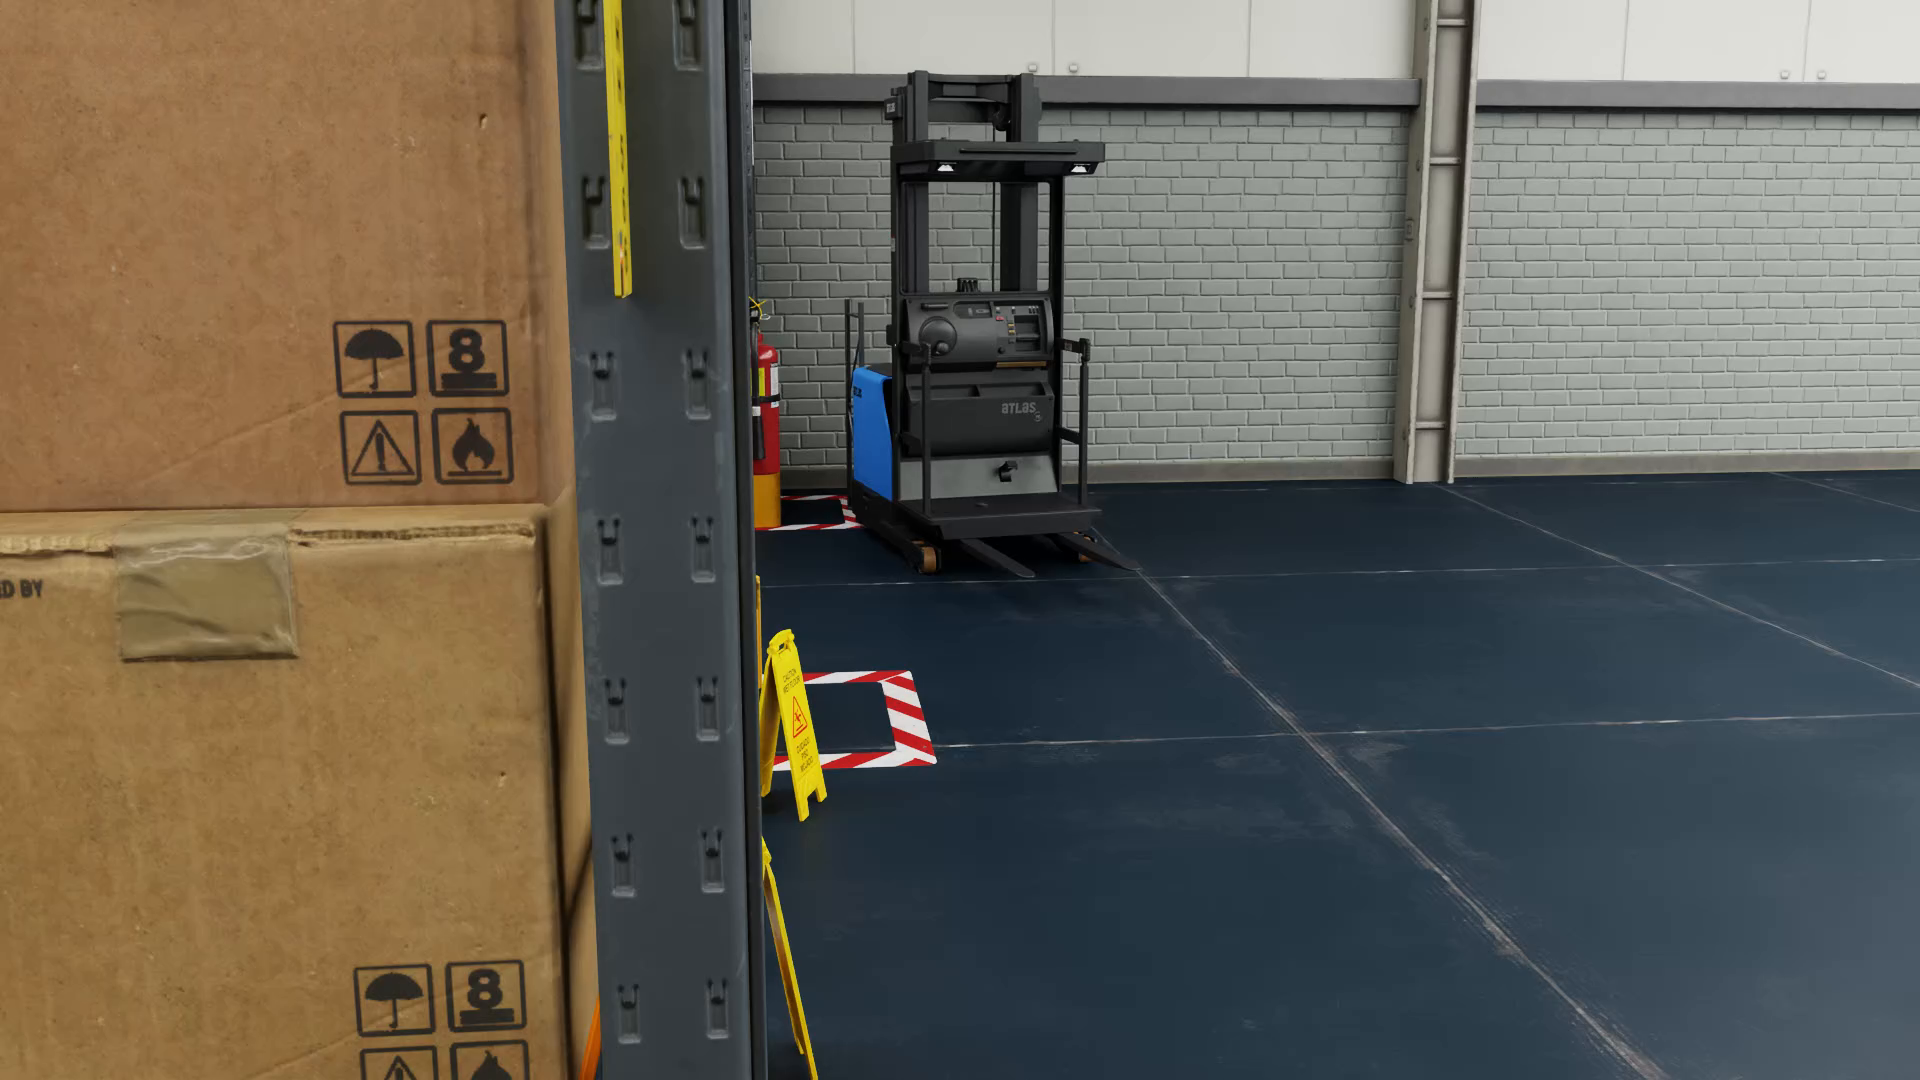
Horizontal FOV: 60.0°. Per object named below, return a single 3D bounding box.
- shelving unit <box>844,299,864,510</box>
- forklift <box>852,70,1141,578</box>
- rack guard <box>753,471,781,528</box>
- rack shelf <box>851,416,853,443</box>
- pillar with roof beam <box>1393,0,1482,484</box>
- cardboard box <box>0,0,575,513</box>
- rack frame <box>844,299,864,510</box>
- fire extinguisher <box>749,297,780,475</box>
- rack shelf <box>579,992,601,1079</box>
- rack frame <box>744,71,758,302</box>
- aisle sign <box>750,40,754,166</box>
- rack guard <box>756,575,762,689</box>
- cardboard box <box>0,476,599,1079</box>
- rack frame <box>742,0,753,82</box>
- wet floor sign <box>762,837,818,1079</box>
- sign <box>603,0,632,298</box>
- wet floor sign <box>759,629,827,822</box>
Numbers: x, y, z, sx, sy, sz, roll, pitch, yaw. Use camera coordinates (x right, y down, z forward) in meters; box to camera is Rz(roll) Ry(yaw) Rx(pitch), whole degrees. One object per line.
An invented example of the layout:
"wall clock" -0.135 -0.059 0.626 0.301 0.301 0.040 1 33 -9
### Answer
"shelving unit" -0.247 -0.952 11.821 1.048 1.500 0.538 -3 12 -15
"forklift" 0.192 -1.323 9.997 1.130 2.935 3.031 -4 12 -17
"rack guard" -1.452 -0.440 11.809 0.348 0.500 1.175 -1 11 -6
"rack shelf" -0.247 -0.775 11.855 1.000 0.185 0.538 -3 12 -15
"pillar with roof beam" 4.164 -4.067 8.228 0.400 9.000 9.100 -1 11 -6
"cardboard box" -0.675 -0.370 1.786 0.550 0.550 0.875 -1 11 -6
"rack frame" -0.736 -0.925 11.686 0.032 1.500 0.500 -3 12 -15
"fire extinguisher" -0.773 -0.590 6.294 0.183 0.674 0.296 -1 11 -6
"rack shelf" -2.290 0.628 1.763 4.000 0.370 1.077 -1 11 -6
"rack frame" -1.476 -1.666 11.565 0.127 3.000 1.000 -1 11 -6
"aisle sign" -1.379 -2.886 11.035 0.004 0.787 0.394 -1 11 -6
"rack guard" -1.012 0.514 6.957 0.348 0.500 1.175 -1 11 -6
"cardboard box" -0.665 0.176 1.808 0.550 0.550 0.875 -1 11 -6
"rack frame" -1.476 -4.609 10.987 0.127 3.000 1.000 -1 11 -6
"wet floor sign" -0.487 1.008 4.067 0.232 0.644 0.267 -3 12 -16
"sign" -0.257 -0.347 1.240 0.005 0.325 0.100 -1 11 -6
"wet floor sign" -0.632 0.643 5.927 0.232 0.644 0.267 3 11 14
